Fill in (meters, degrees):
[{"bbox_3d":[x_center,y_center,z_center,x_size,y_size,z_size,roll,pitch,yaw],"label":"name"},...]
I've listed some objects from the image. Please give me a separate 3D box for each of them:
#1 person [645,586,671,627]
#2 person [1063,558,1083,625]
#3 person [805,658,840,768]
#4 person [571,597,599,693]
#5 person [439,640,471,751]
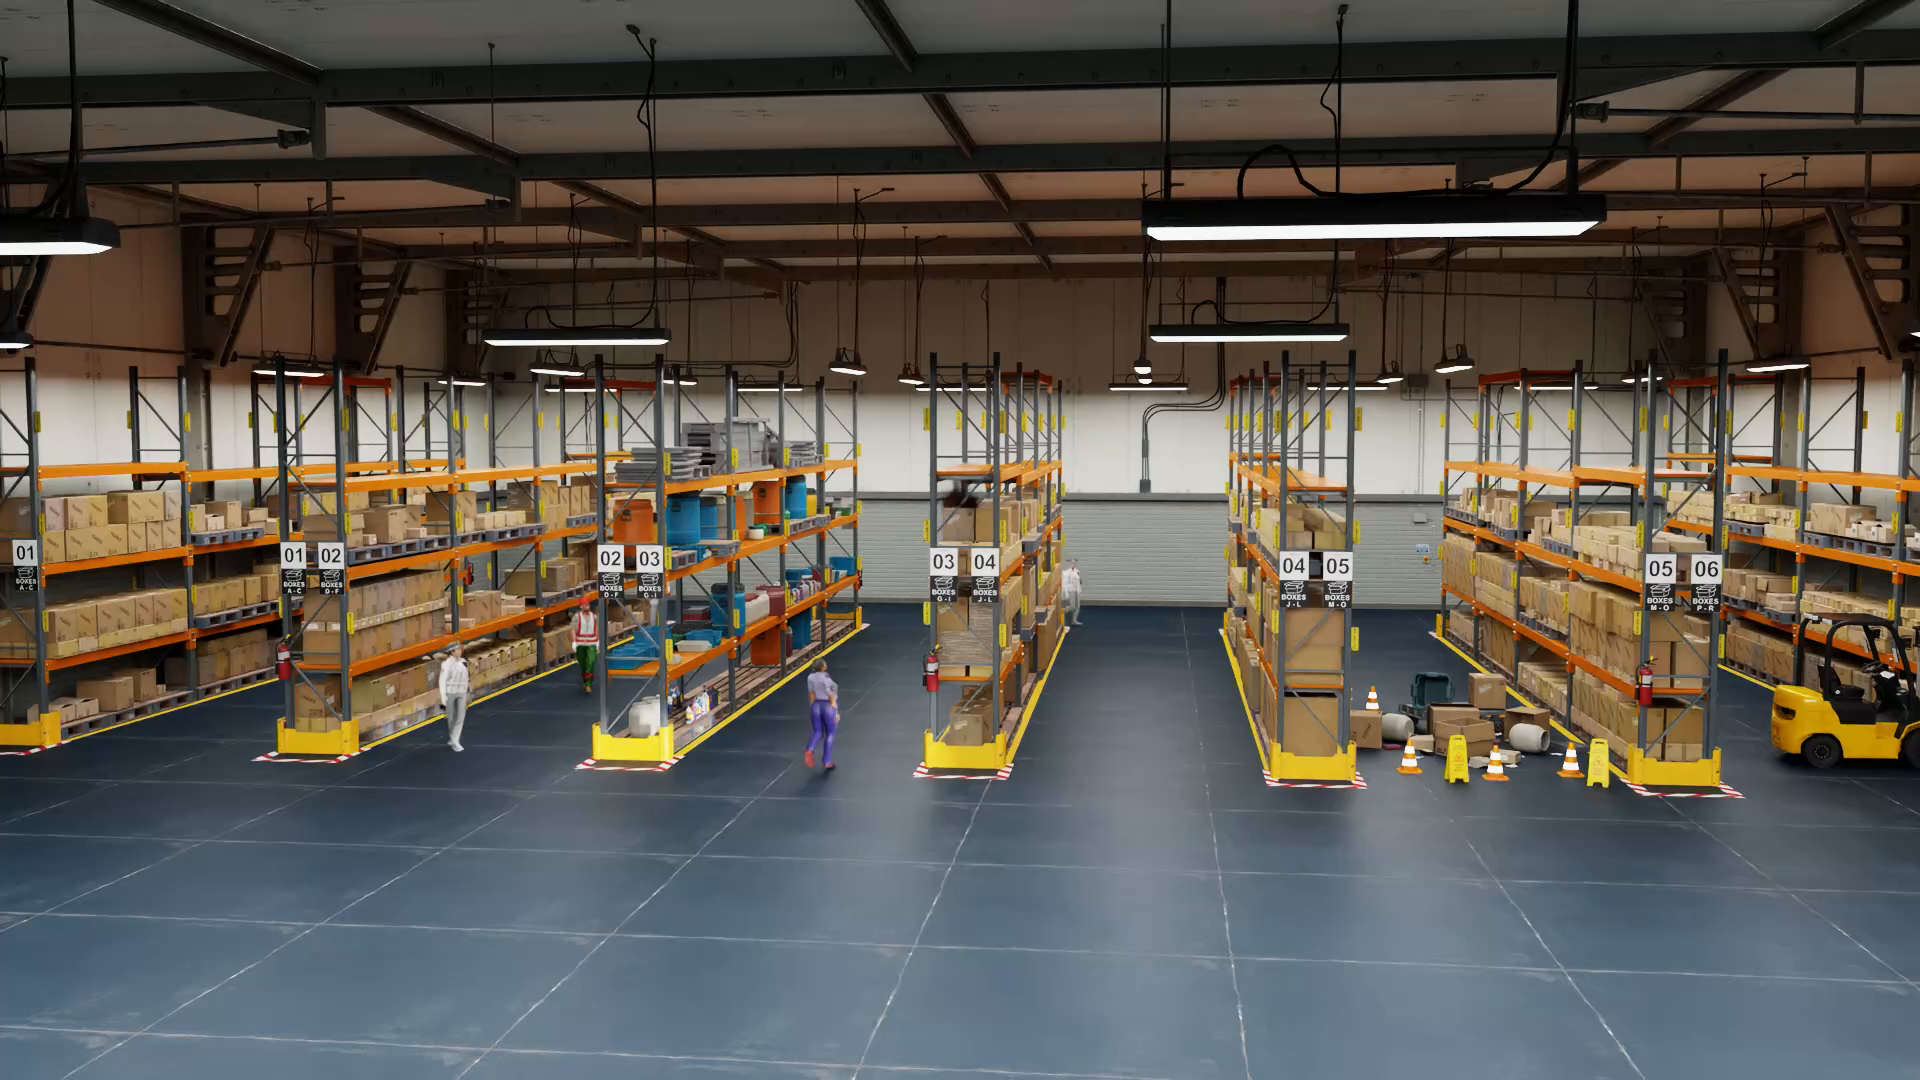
[{"bbox_3d":[-6.919,1.466,37.827,0.630,1.644,1.028,1,4,8],"label":"person"},{"bbox_3d":[2.723,1.262,40.942,0.610,1.663,0.476,2,4,26],"label":"person"},{"bbox_3d":[-1.989,2.500,23.944,0.490,1.596,0.578,2,4,26],"label":"person"},{"bbox_3d":[-6.940,1.930,30.705,0.509,1.727,1.019,0,4,-2],"label":"person"},{"bbox_3d":[-7.760,2.374,25.546,0.522,1.697,0.602,-2,5,-30],"label":"person"}]
